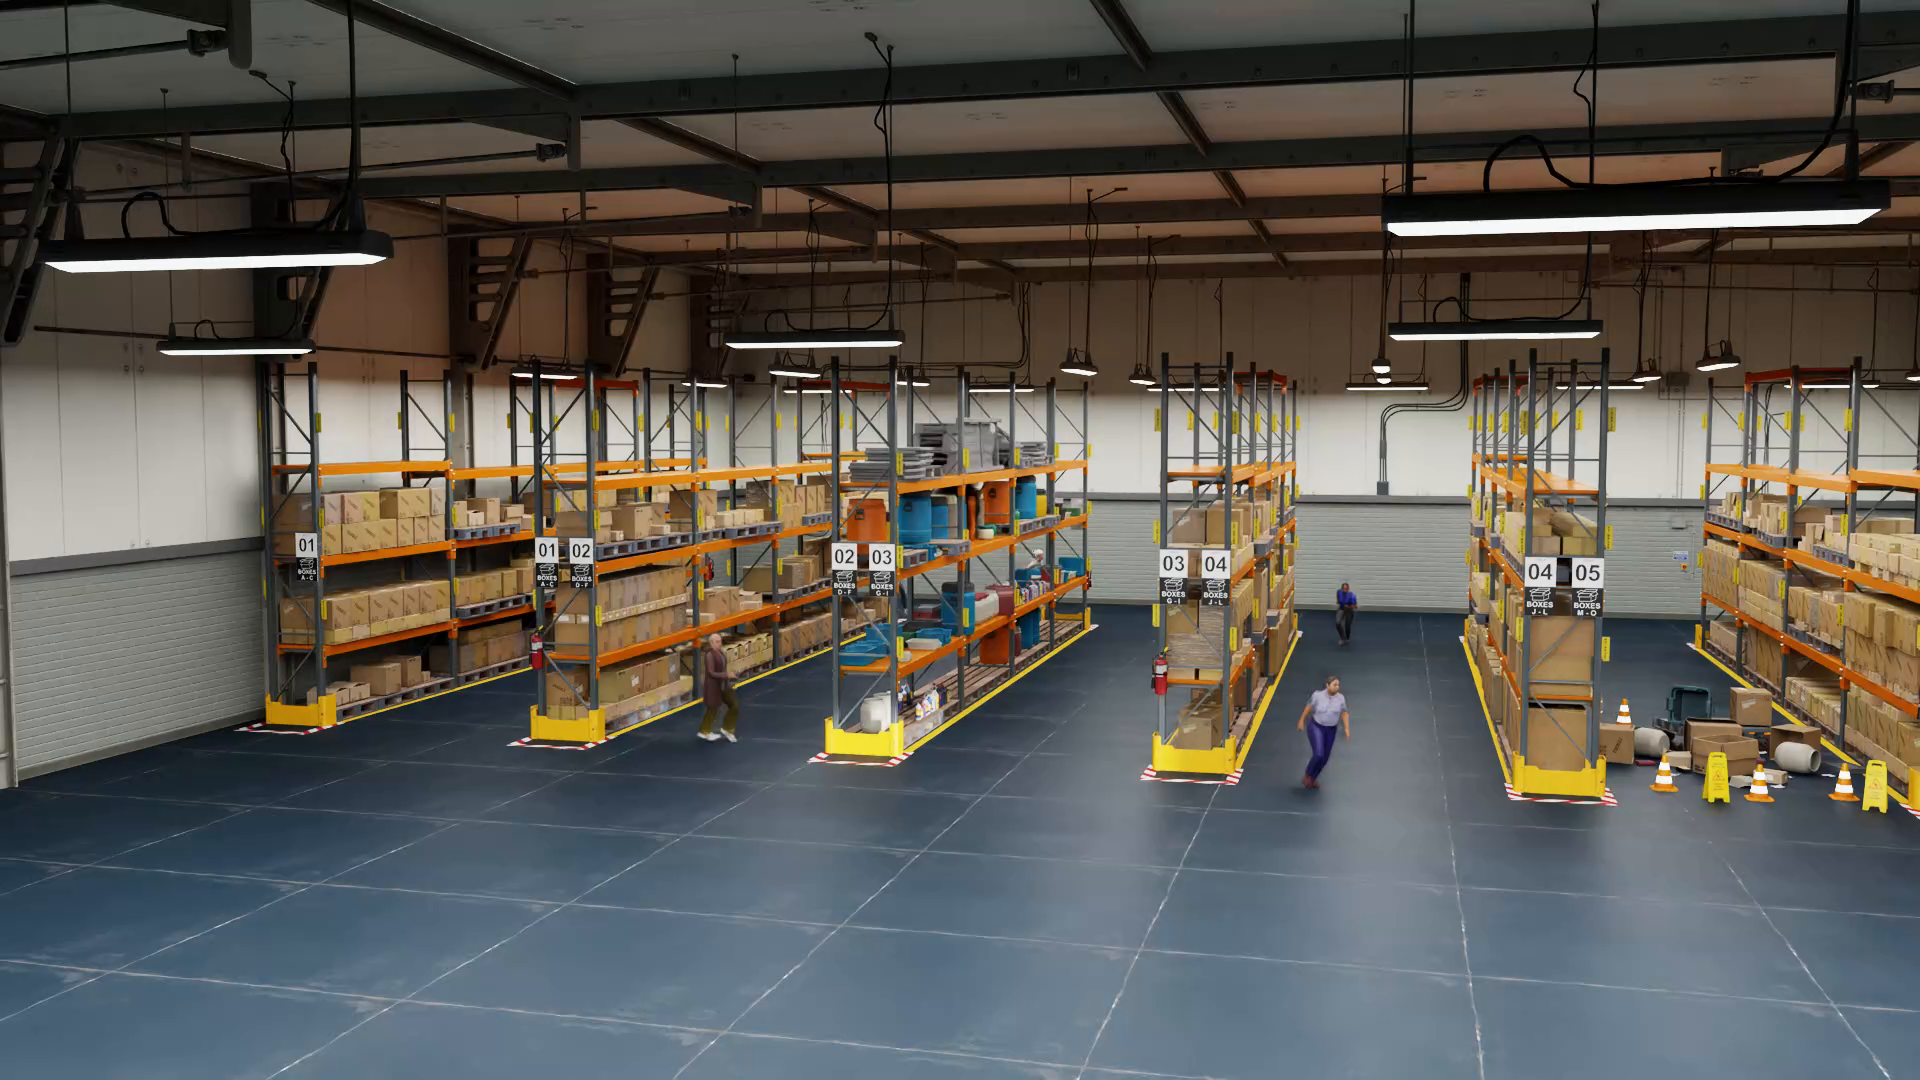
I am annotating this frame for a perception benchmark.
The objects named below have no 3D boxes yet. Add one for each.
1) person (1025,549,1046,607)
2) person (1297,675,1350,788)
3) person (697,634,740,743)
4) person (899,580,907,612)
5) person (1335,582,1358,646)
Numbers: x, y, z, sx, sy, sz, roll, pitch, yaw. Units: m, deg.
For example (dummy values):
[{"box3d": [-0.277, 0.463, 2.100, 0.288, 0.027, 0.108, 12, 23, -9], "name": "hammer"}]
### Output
[{"box3d": [1.951, 1.122, 41.958, 1.006, 1.775, 0.650, 1, 4, 15], "name": "person"}, {"box3d": [4.973, 2.612, 22.672, 0.593, 1.591, 0.708, -1, 4, -16], "name": "person"}, {"box3d": [-3.820, 2.330, 25.819, 0.794, 1.791, 0.776, 2, 4, 25], "name": "person"}, {"box3d": [-1.707, 1.152, 43.394, 0.863, 1.602, 0.552, 3, 5, 36], "name": "person"}, {"box3d": [8.668, 1.634, 37.281, 0.582, 1.441, 1.093, 2, 4, 26], "name": "person"}]
